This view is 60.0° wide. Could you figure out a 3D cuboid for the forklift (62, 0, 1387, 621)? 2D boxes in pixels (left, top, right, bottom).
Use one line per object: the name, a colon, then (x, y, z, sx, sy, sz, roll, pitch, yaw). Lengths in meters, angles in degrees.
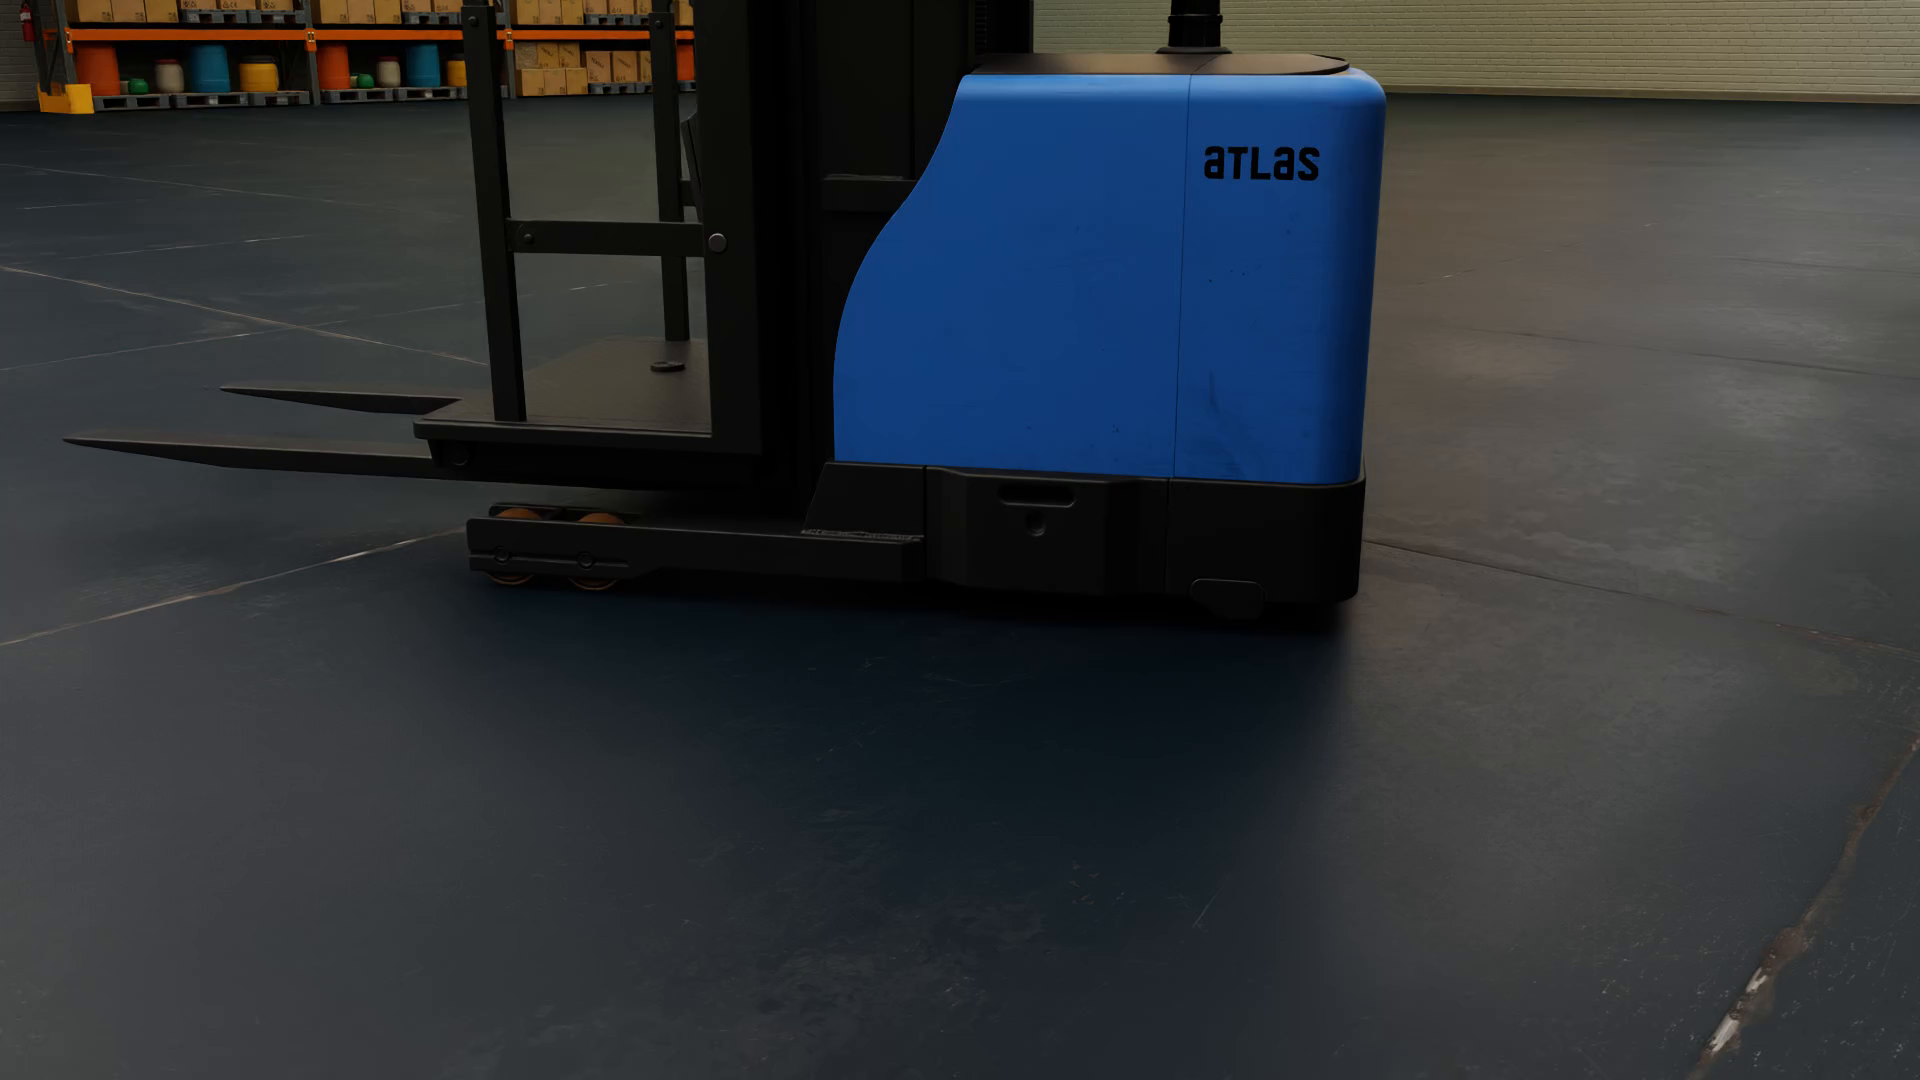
forklift: (-0.598, -1.438, 3.633, 3.031, 2.935, 1.130, 3, 17, 11)
